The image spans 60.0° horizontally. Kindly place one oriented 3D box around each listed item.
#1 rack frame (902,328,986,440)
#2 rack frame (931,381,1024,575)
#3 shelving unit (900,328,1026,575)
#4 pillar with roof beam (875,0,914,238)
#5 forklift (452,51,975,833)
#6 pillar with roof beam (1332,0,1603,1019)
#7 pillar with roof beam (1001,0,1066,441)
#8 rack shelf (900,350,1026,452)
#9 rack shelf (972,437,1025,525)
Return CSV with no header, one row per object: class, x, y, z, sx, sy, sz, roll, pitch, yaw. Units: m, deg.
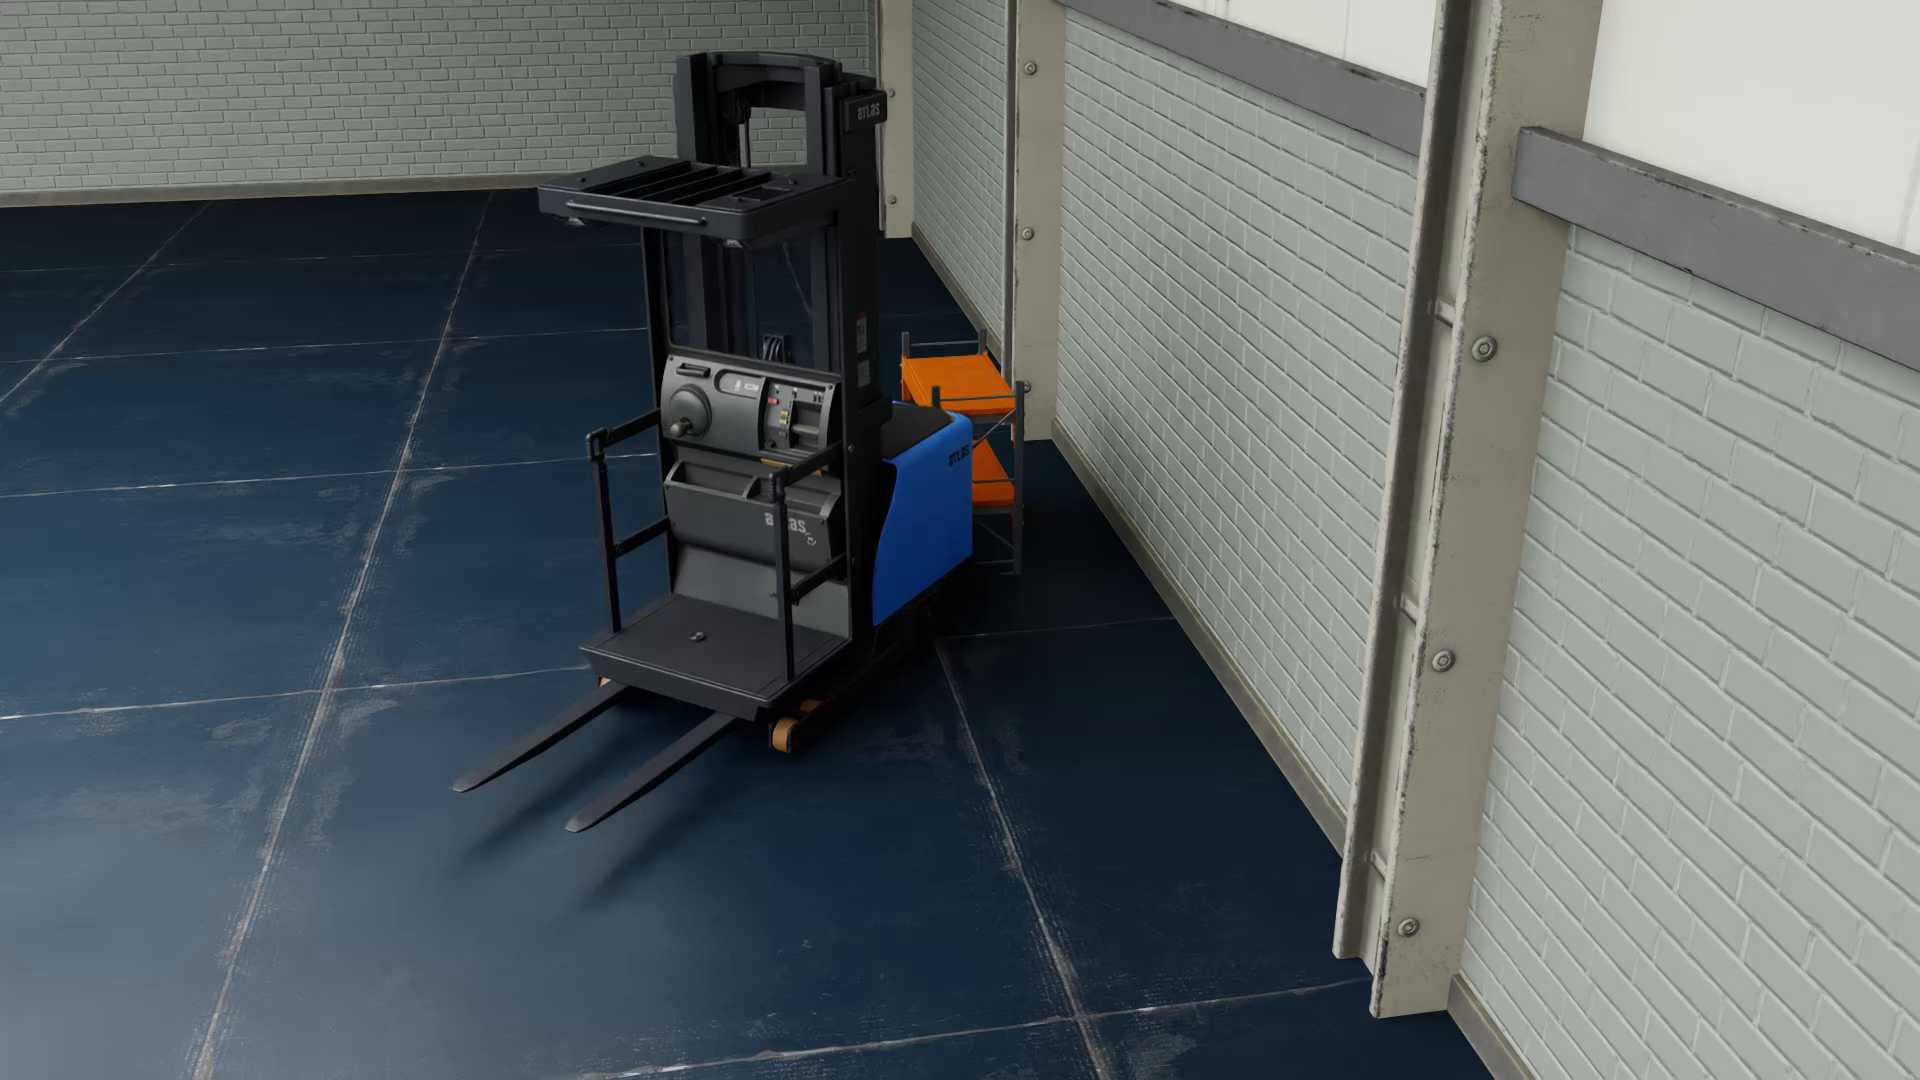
rack frame,-0.093,-0.713,9.977,0.500,1.125,0.032,-4,24,-10
rack frame,0.095,-0.313,9.061,0.500,1.125,0.032,-4,24,-10
shelving unit,0.001,-0.513,9.519,0.538,1.125,1.048,-4,24,-10
pillar with roof beam,-4.868,-6.923,14.358,9.100,9.000,0.400,-4,24,-10
forklift,-1.073,-0.581,7.418,1.130,2.935,3.031,12,27,26
pillar with roof beam,-2.649,-2.203,3.551,9.100,9.000,0.400,-4,24,-10
pillar with roof beam,-3.759,-4.563,8.954,9.100,9.000,0.400,-4,24,-10
rack shelf,0.001,-0.781,9.402,0.538,0.278,1.000,-4,24,-10
rack shelf,0.001,-0.289,9.617,0.538,0.278,1.000,-4,24,-10
